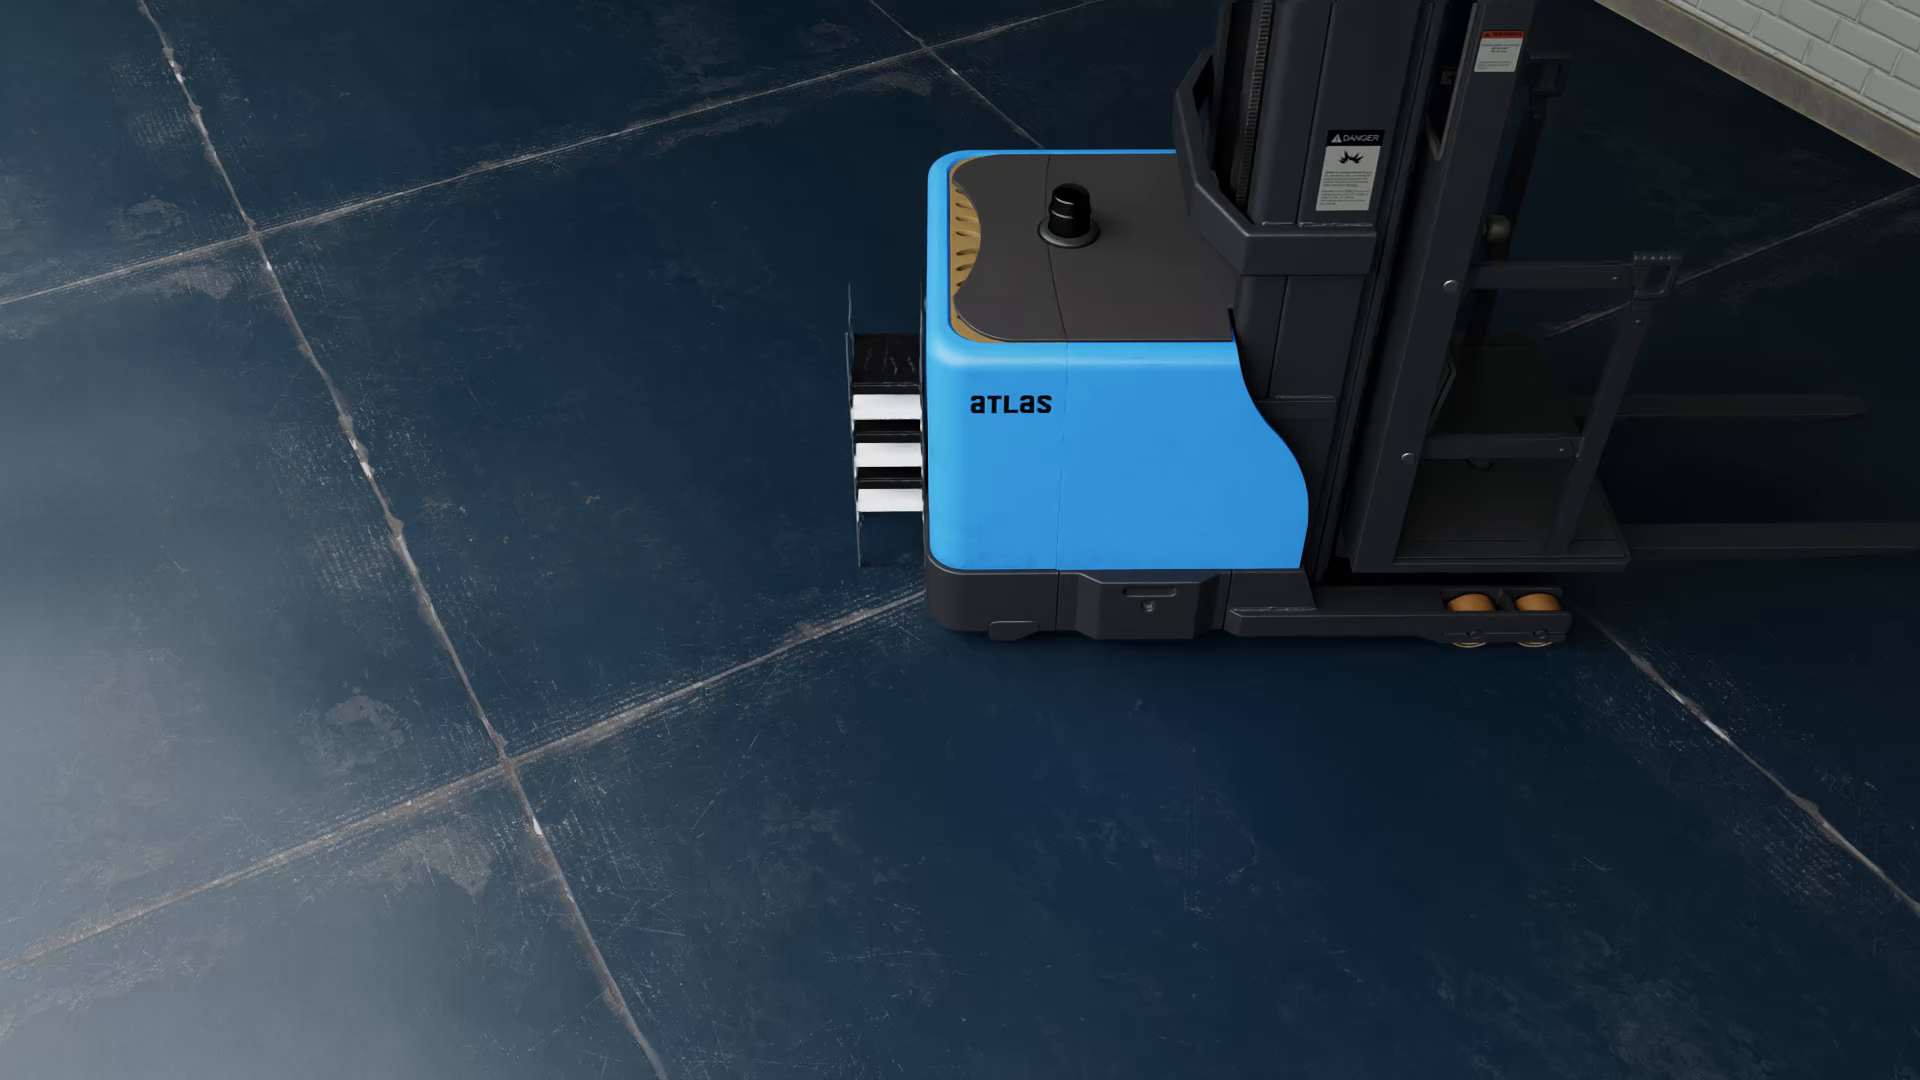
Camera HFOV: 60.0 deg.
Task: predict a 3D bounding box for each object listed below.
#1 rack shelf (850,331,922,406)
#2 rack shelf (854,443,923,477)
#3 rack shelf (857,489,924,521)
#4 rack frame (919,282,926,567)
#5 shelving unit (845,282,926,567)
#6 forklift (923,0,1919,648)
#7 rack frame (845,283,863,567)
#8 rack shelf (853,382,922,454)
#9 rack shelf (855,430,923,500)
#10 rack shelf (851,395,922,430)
[{"bbox_3d":[-0.210,-0.493,4.772,0.200,0.077,0.258,0,44,0],"label":"rack shelf"},{"bbox_3d":[-0.210,-0.299,4.960,0.200,0.077,0.258,0,44,0],"label":"rack shelf"},{"bbox_3d":[-0.210,-0.170,5.085,0.200,0.077,0.258,0,44,0],"label":"rack shelf"},{"bbox_3d":[-0.108,-0.324,4.938,0.006,0.900,0.240,0,44,0],"label":"rack frame"},{"bbox_3d":[-0.210,-0.323,4.937,0.210,0.900,0.258,0,44,0],"label":"shelving unit"},{"bbox_3d":[1.413,-1.106,4.285,3.031,2.935,1.130,0,44,0],"label":"forklift"},{"bbox_3d":[-0.312,-0.323,4.936,0.006,0.900,0.240,0,44,0],"label":"rack frame"},{"bbox_3d":[-0.210,-0.364,4.897,0.200,0.077,0.258,0,44,0],"label":"rack shelf"},{"bbox_3d":[-0.210,-0.235,5.023,0.200,0.077,0.258,0,44,0],"label":"rack shelf"},{"bbox_3d":[-0.210,-0.428,4.835,0.200,0.077,0.258,0,44,0],"label":"rack shelf"}]
